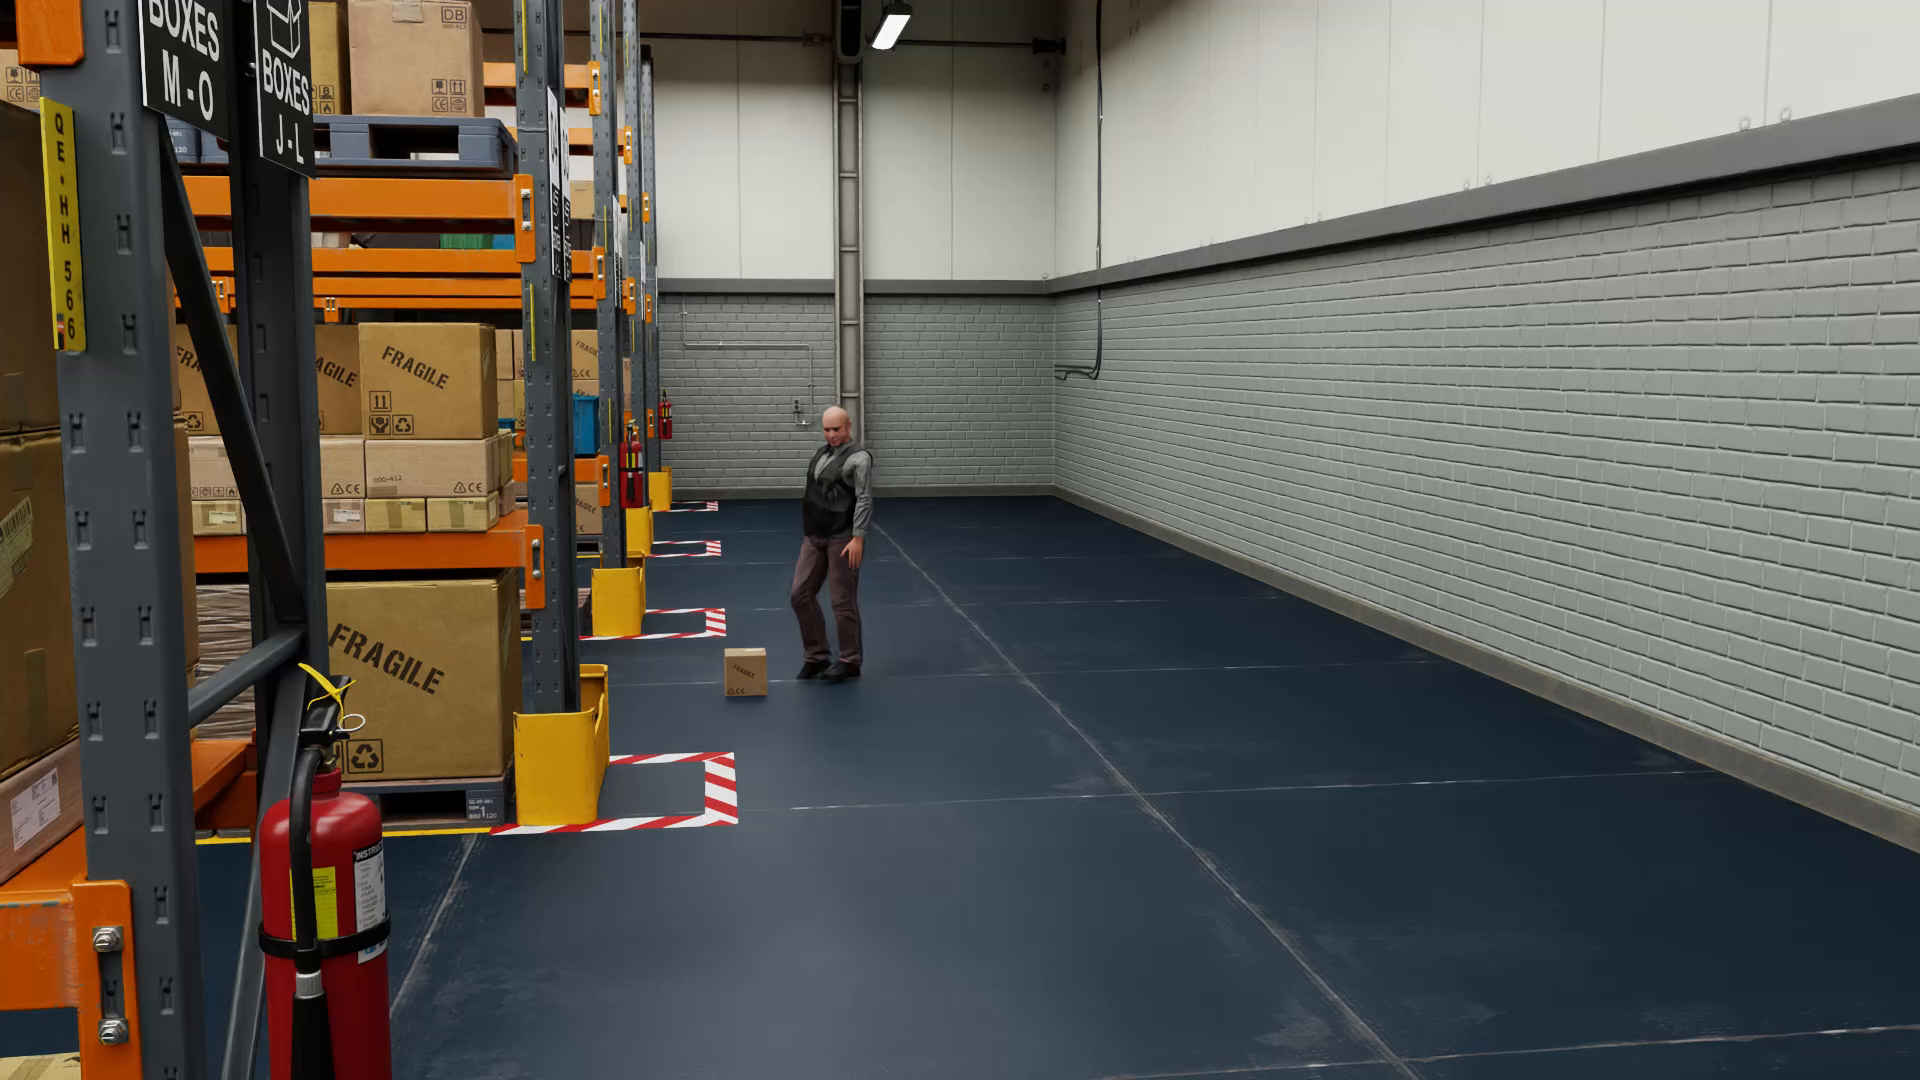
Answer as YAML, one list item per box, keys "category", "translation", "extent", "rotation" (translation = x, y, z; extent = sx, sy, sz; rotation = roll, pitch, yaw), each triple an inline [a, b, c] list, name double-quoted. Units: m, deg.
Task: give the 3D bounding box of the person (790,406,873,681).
- category: "person"
  translation: [-0.800, 0.065, 10.475]
  extent: [0.403, 1.807, 0.568]
  rotation: [-6, 9, -43]
